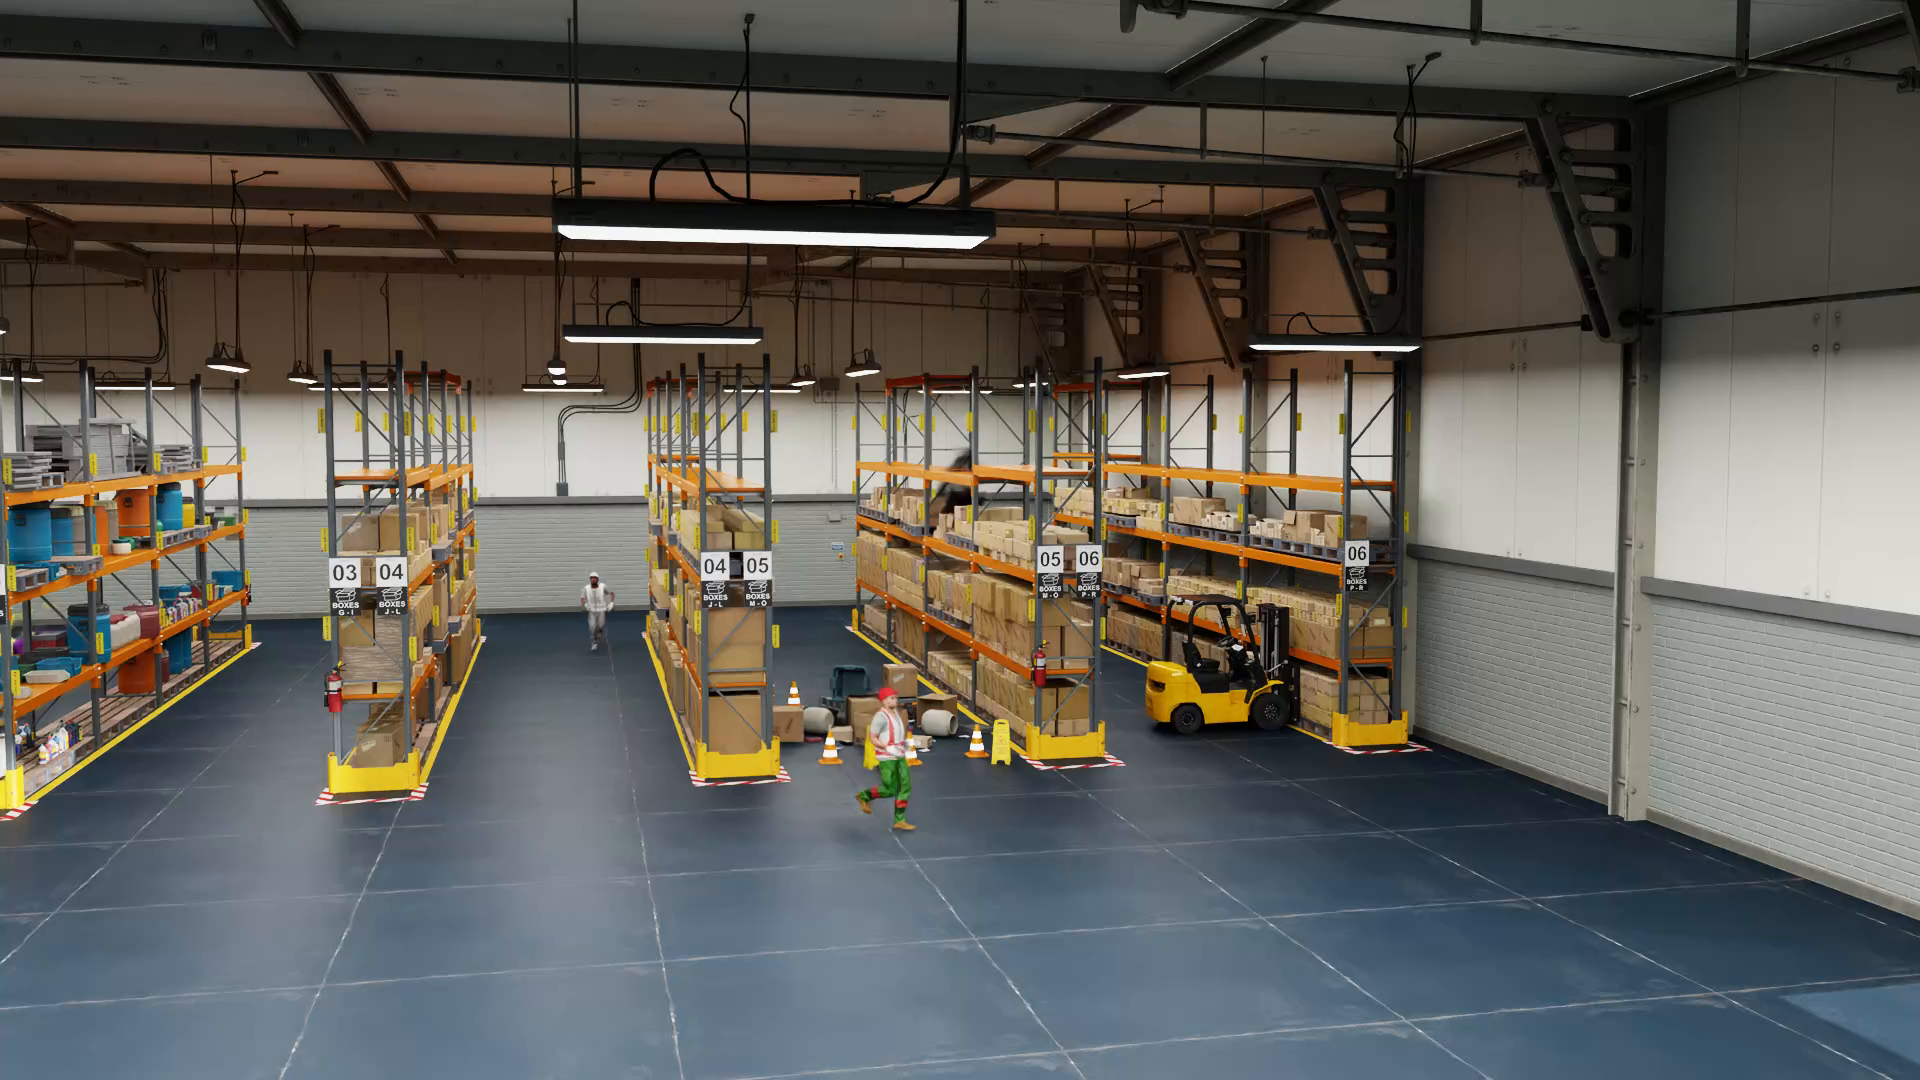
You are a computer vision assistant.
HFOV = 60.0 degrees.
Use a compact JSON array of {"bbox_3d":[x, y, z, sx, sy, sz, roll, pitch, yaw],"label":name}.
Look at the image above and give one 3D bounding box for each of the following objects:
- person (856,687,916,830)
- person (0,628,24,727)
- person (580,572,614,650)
[{"bbox_3d":[-0.894,2.692,20.618,0.814,1.759,0.654,2,5,28],"label":"person"},{"bbox_3d":[-15.837,2.229,27.505,0.696,1.718,0.605,-1,4,-15],"label":"person"},{"bbox_3d":[-8.032,1.579,36.765,0.718,1.734,0.651,0,4,-6],"label":"person"}]
